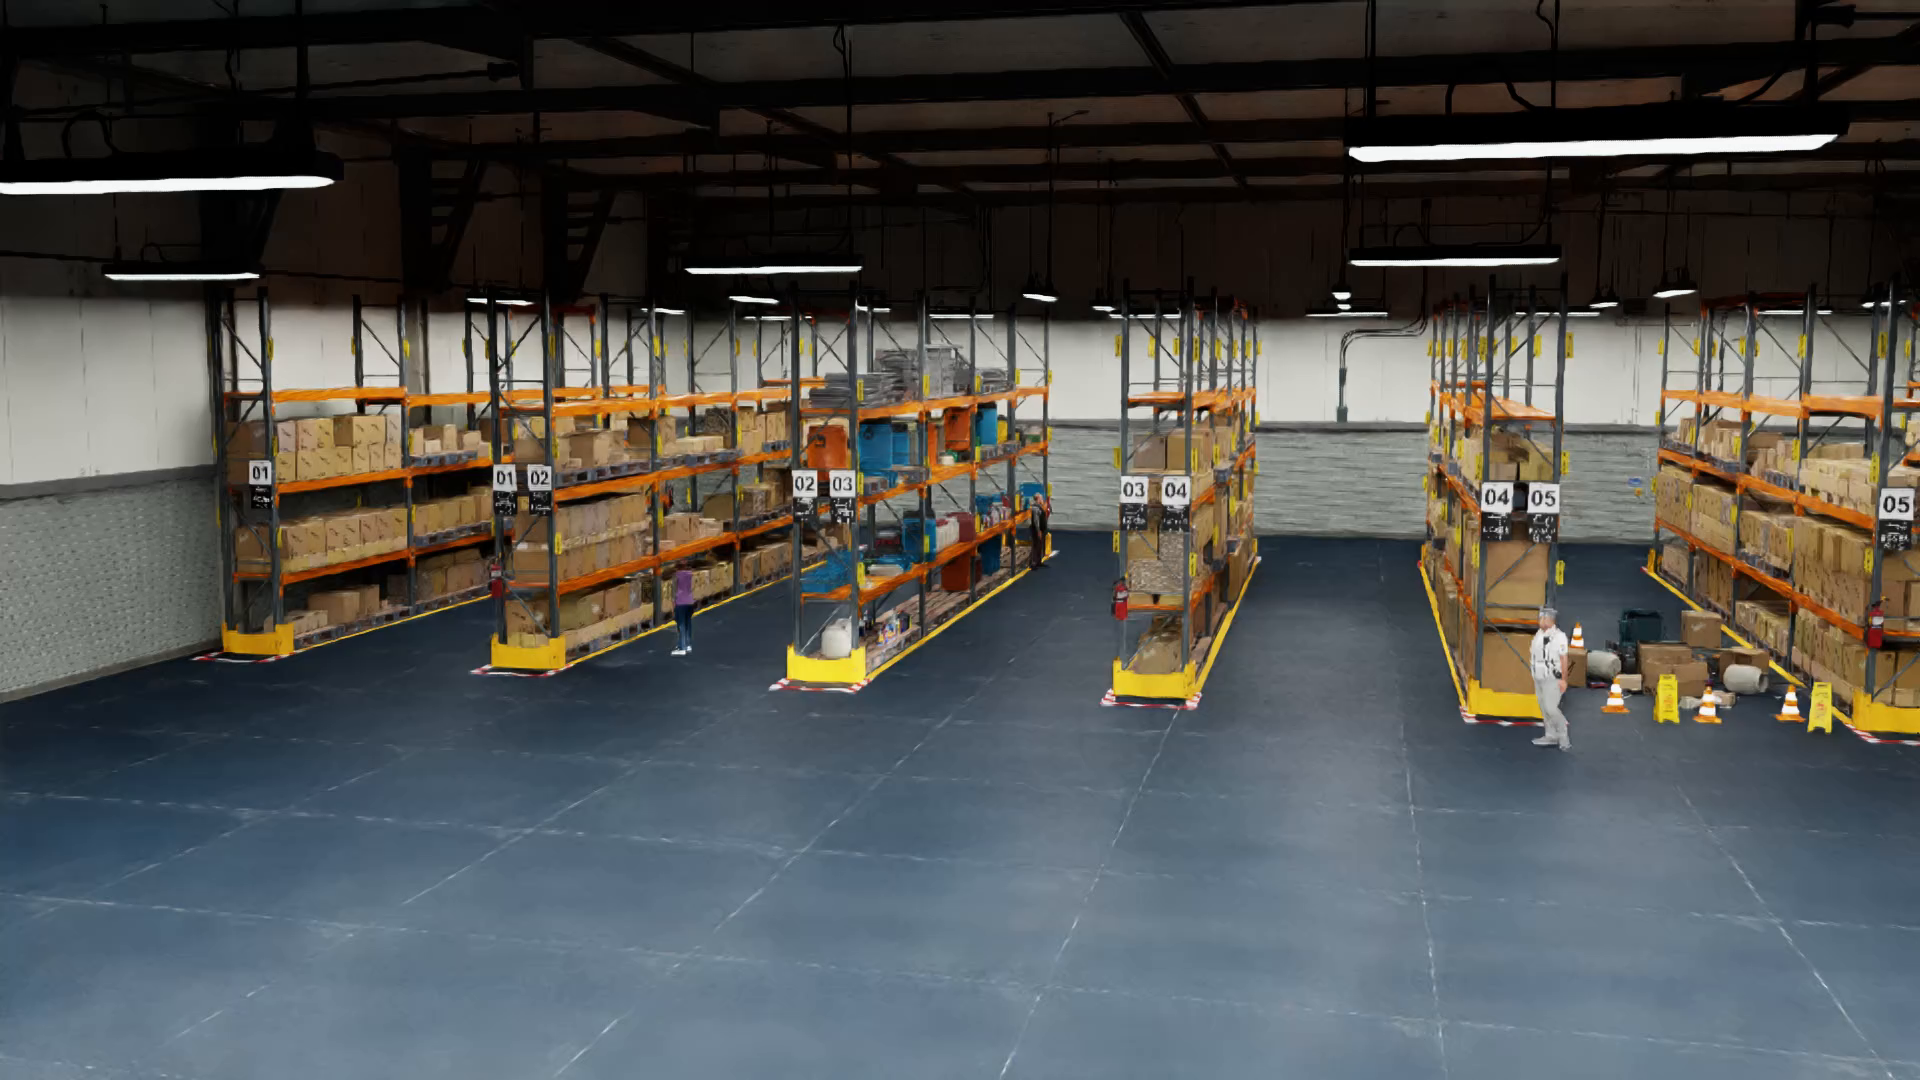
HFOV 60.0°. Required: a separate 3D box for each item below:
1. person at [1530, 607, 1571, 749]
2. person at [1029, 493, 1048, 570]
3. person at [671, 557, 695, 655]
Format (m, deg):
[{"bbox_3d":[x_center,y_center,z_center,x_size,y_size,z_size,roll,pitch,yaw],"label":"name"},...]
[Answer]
[{"bbox_3d":[7.430,1.723,20.940,0.419,1.752,0.651,-2,7,-15],"label":"person"},{"bbox_3d":[1.783,-0.213,37.818,0.384,1.729,0.656,1,7,11],"label":"person"},{"bbox_3d":[-4.569,1.070,27.280,0.450,1.599,0.467,6,9,44],"label":"person"}]
